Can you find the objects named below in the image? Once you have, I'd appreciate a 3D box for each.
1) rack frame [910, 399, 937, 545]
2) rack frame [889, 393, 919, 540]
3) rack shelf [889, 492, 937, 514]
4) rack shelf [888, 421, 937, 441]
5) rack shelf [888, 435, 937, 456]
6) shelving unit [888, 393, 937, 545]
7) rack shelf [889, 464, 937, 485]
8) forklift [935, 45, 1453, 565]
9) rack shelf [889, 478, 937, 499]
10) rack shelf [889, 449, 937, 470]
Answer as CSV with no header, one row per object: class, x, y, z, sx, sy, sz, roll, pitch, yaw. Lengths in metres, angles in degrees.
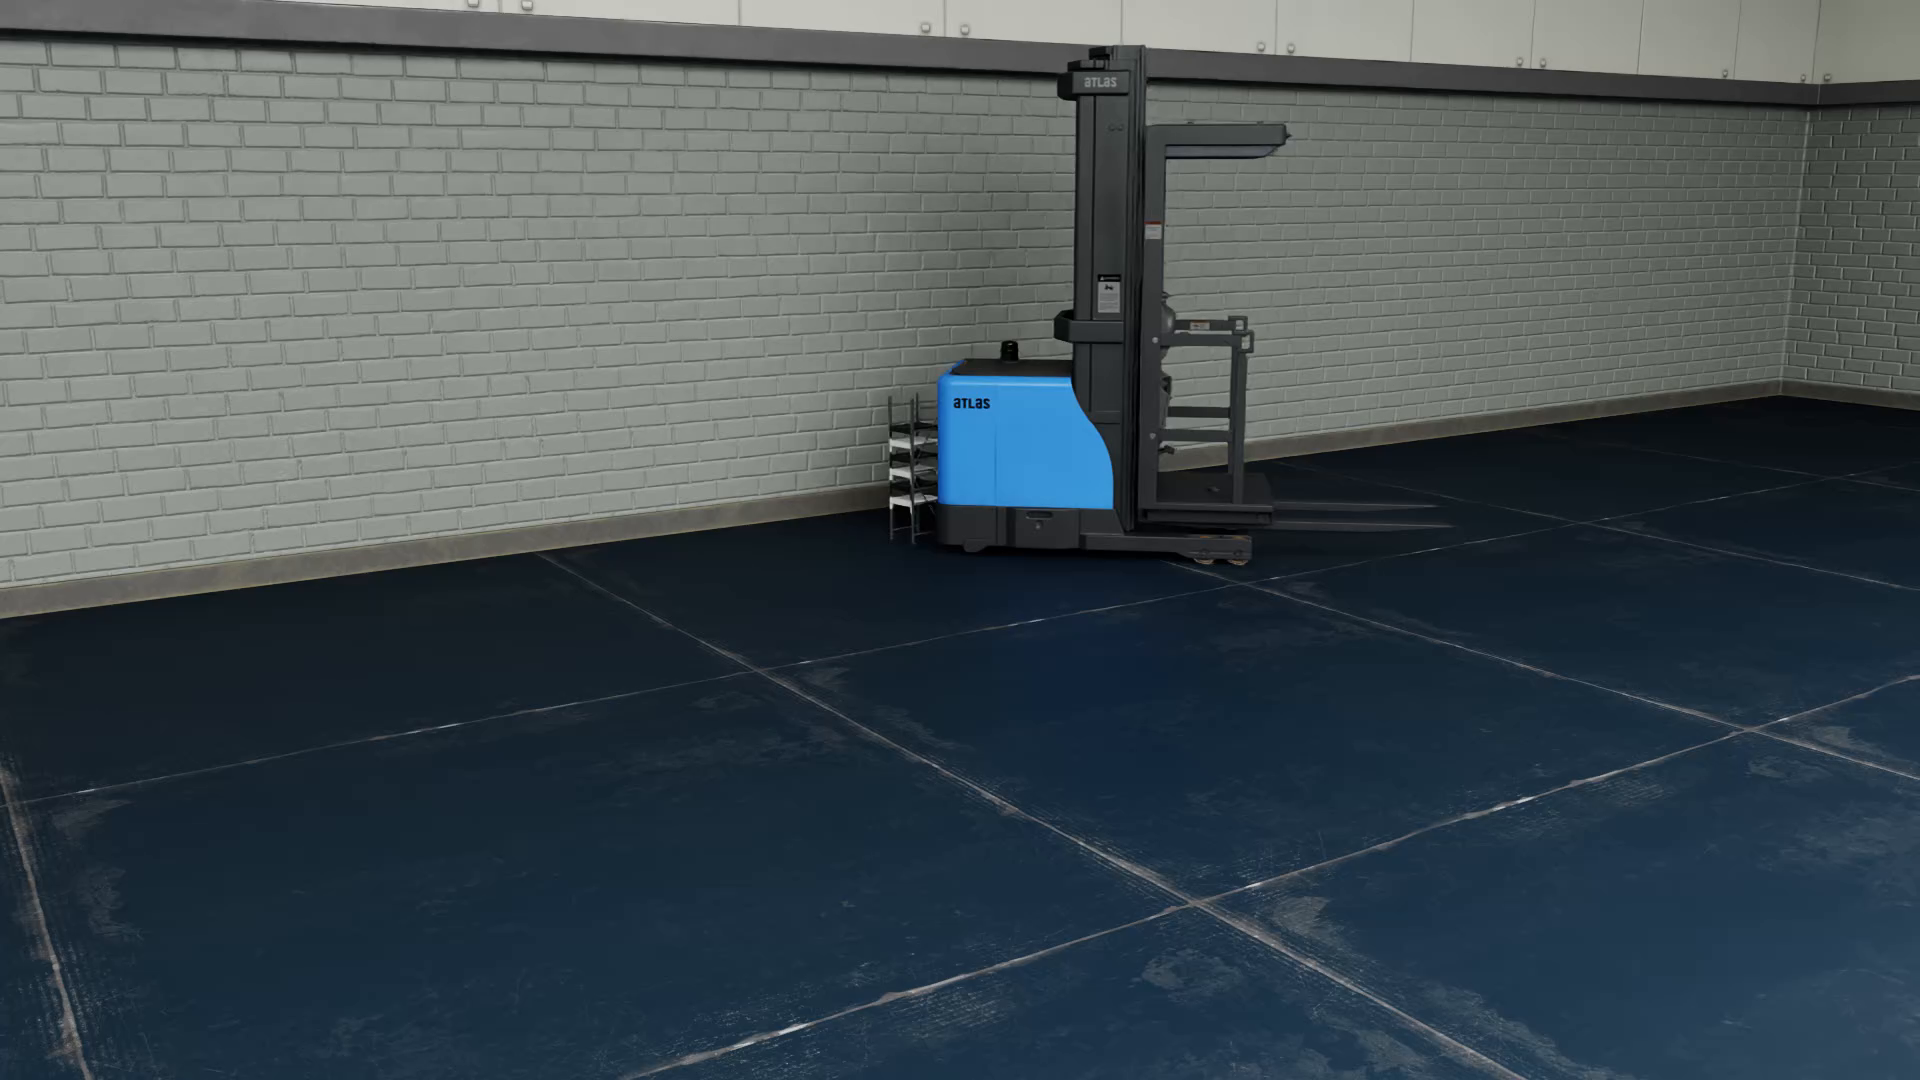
rack frame,-0.209,-0.424,10.196,0.240,0.900,0.006,-11,17,-41
rack frame,-0.346,-0.456,10.343,0.240,0.900,0.006,-11,17,-41
rack shelf,-0.278,-0.232,10.315,0.258,0.077,0.200,-11,17,-41
rack shelf,-0.278,-0.672,10.219,0.258,0.077,0.200,-11,17,-41
rack shelf,-0.278,-0.584,10.238,0.258,0.077,0.200,-11,17,-41
shelving unit,-0.278,-0.440,10.269,0.258,0.900,0.210,-11,17,-41
rack shelf,-0.278,-0.408,10.277,0.258,0.077,0.200,-11,17,-41
forklift,1.409,-1.405,9.927,3.031,2.935,1.130,2,12,7
rack shelf,-0.278,-0.320,10.296,0.258,0.077,0.200,-11,17,-41
rack shelf,-0.278,-0.496,10.257,0.258,0.077,0.200,-11,17,-41
